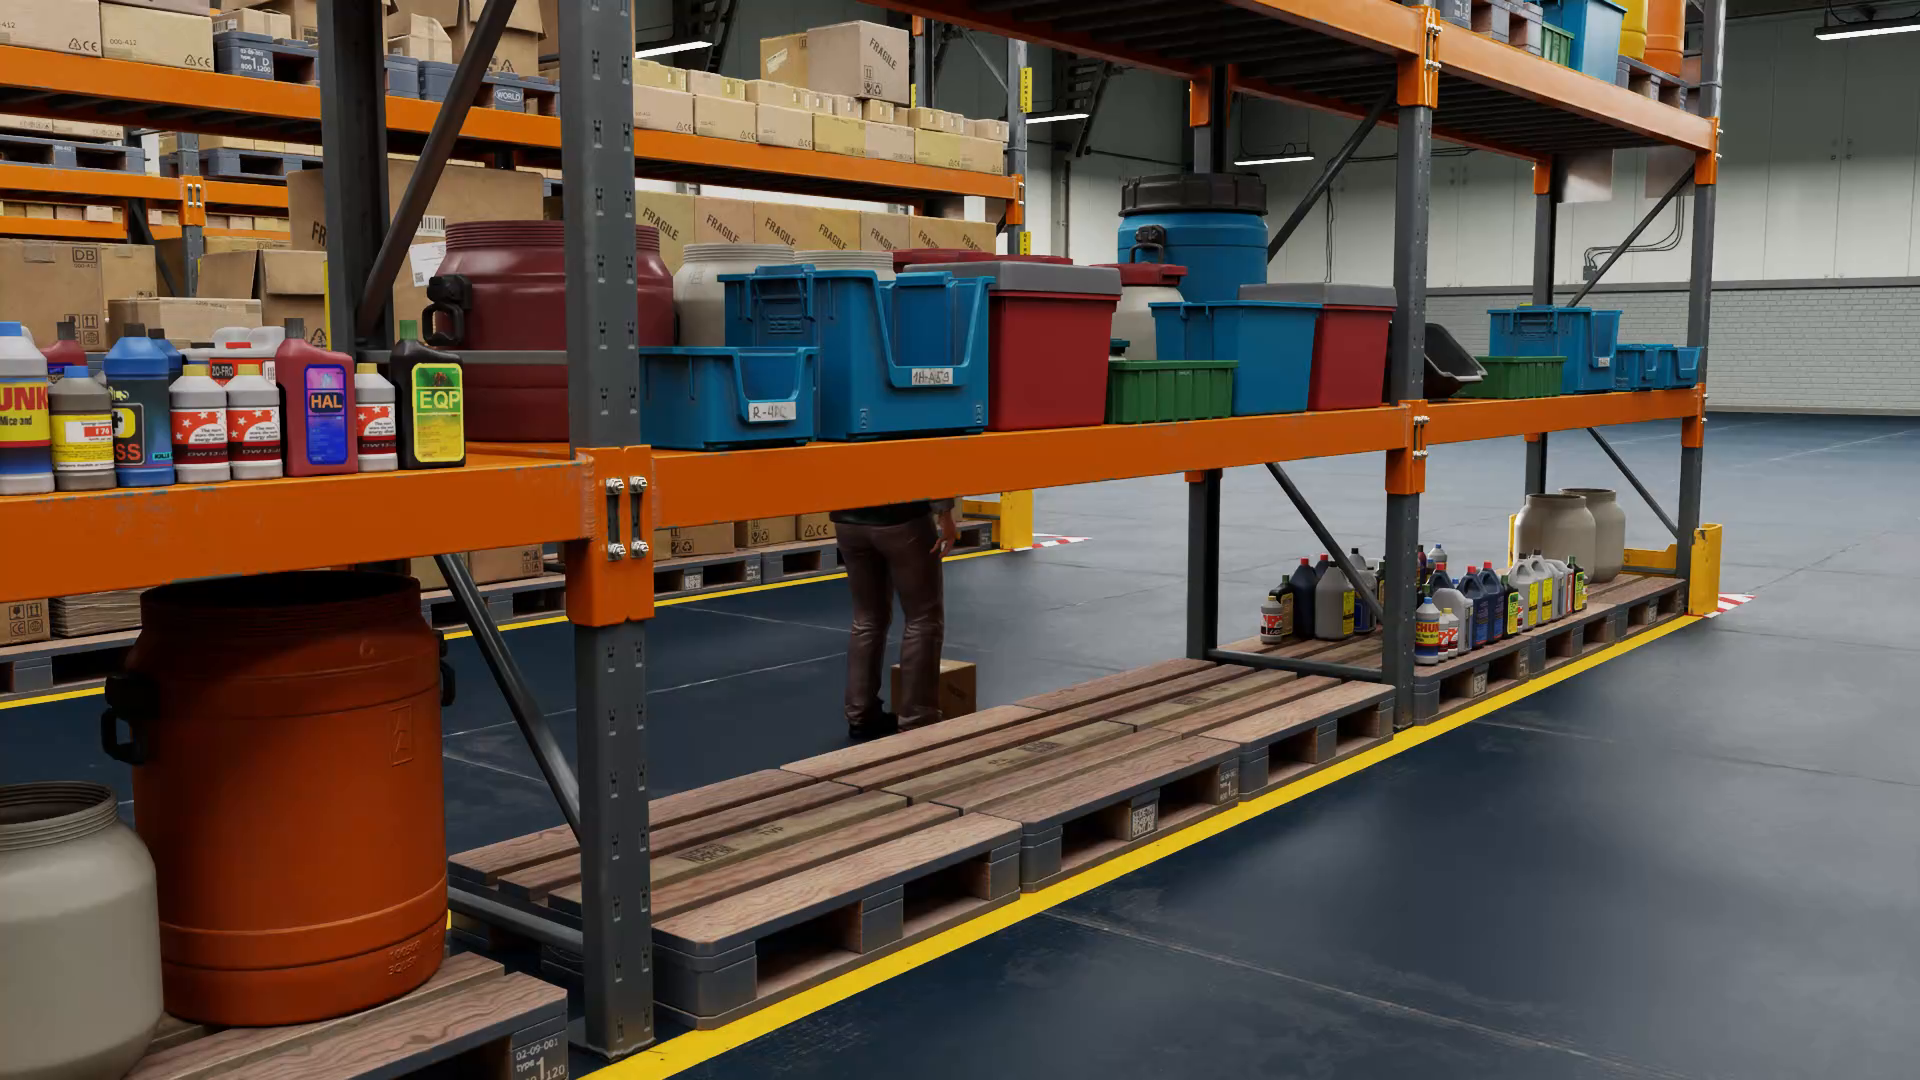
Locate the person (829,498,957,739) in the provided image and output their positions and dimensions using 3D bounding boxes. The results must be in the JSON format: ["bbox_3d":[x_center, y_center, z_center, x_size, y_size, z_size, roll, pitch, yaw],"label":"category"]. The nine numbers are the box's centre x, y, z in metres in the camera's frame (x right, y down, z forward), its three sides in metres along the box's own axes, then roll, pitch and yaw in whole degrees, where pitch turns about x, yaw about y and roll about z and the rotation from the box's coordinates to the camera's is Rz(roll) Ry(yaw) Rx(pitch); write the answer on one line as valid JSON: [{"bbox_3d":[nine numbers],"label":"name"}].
[{"bbox_3d":[-0.284,-0.072,6.462,0.586,1.720,0.421,5,8,35],"label":"person"}]
